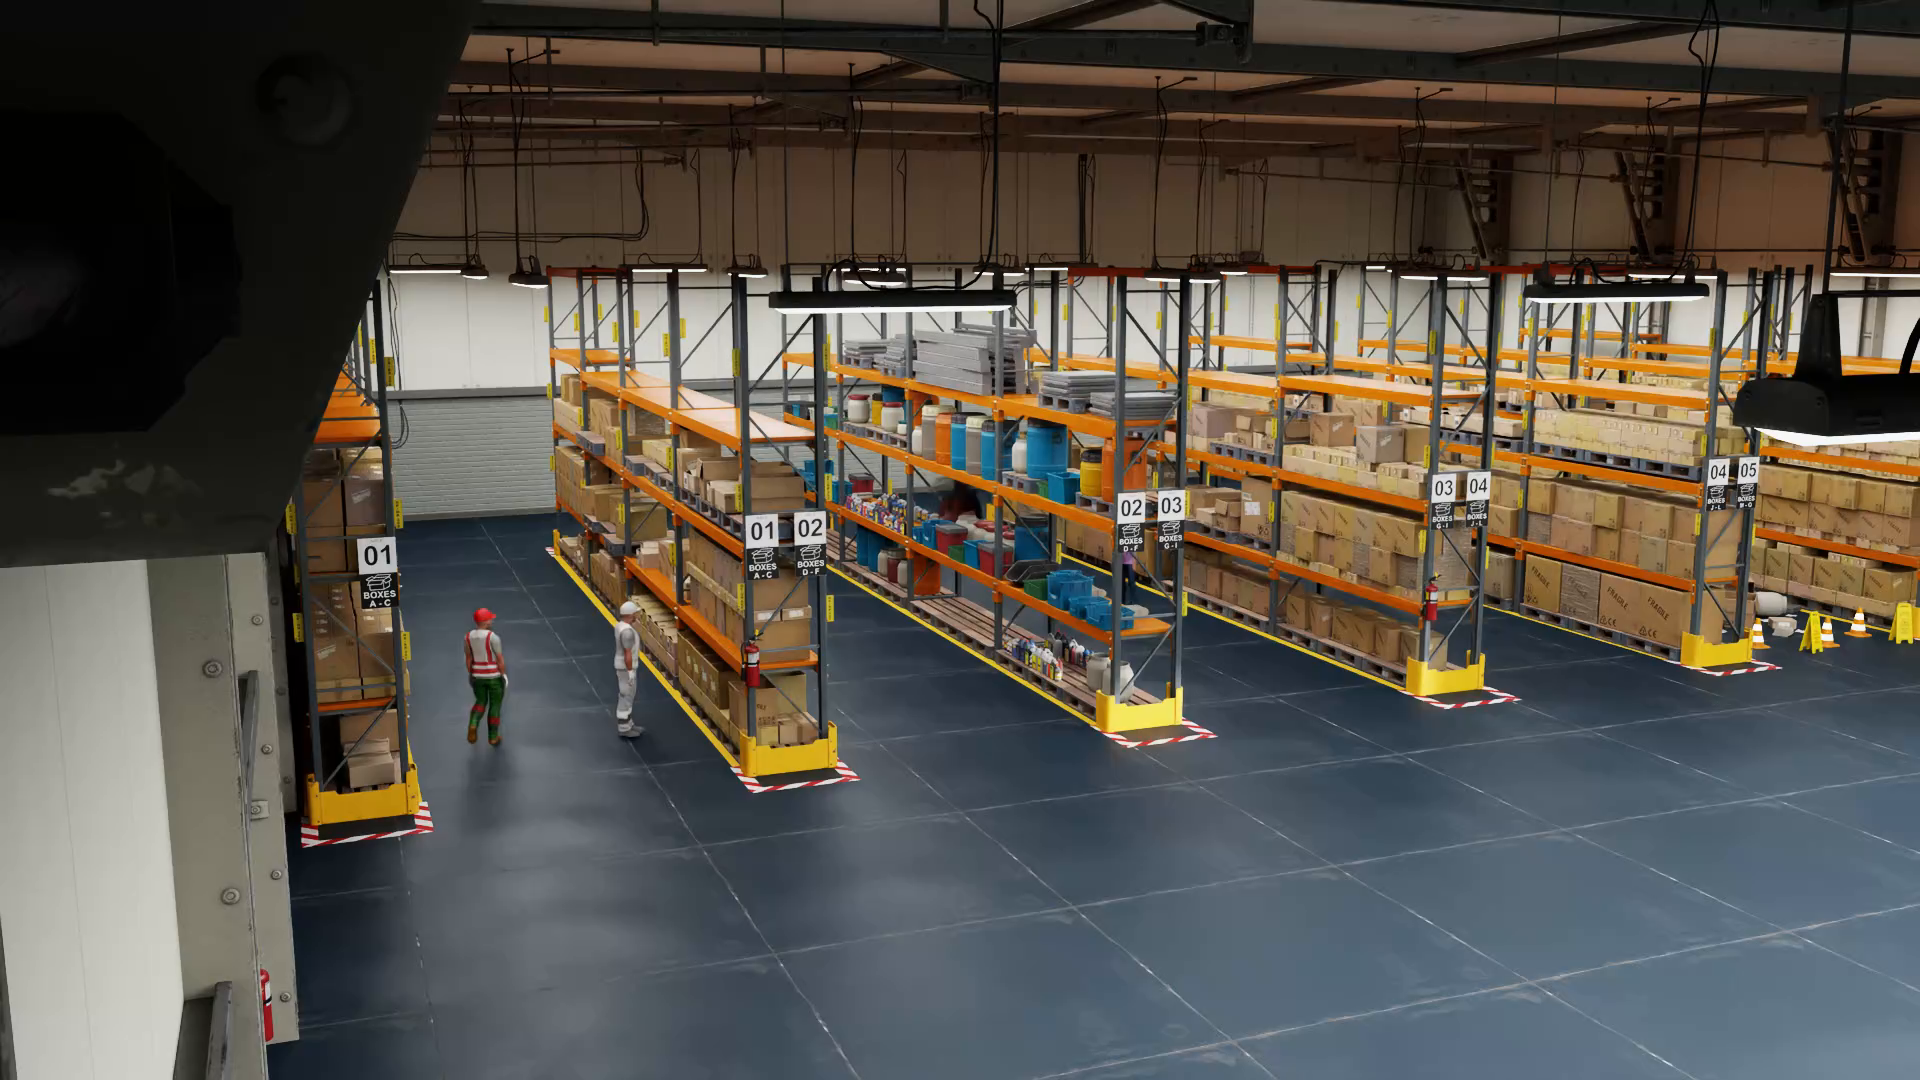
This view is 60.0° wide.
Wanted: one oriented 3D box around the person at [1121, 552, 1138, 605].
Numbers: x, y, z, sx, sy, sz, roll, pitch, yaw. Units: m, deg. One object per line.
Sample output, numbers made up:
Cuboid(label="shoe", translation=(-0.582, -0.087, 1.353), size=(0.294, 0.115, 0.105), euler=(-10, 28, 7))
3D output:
Cuboid(label="person", translation=(2.789, 0.406, 27.951), size=(0.372, 1.594, 0.486), euler=(-7, 12, -36))

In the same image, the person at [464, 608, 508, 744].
Cuboid(label="person", translation=(-6.084, 1.753, 21.357), size=(0.572, 1.782, 0.555), euler=(2, 10, 13))

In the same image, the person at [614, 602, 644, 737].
Cuboid(label="person", translation=(-4.345, 1.689, 21.774), size=(0.367, 1.796, 0.559), euler=(-2, 10, -10))
